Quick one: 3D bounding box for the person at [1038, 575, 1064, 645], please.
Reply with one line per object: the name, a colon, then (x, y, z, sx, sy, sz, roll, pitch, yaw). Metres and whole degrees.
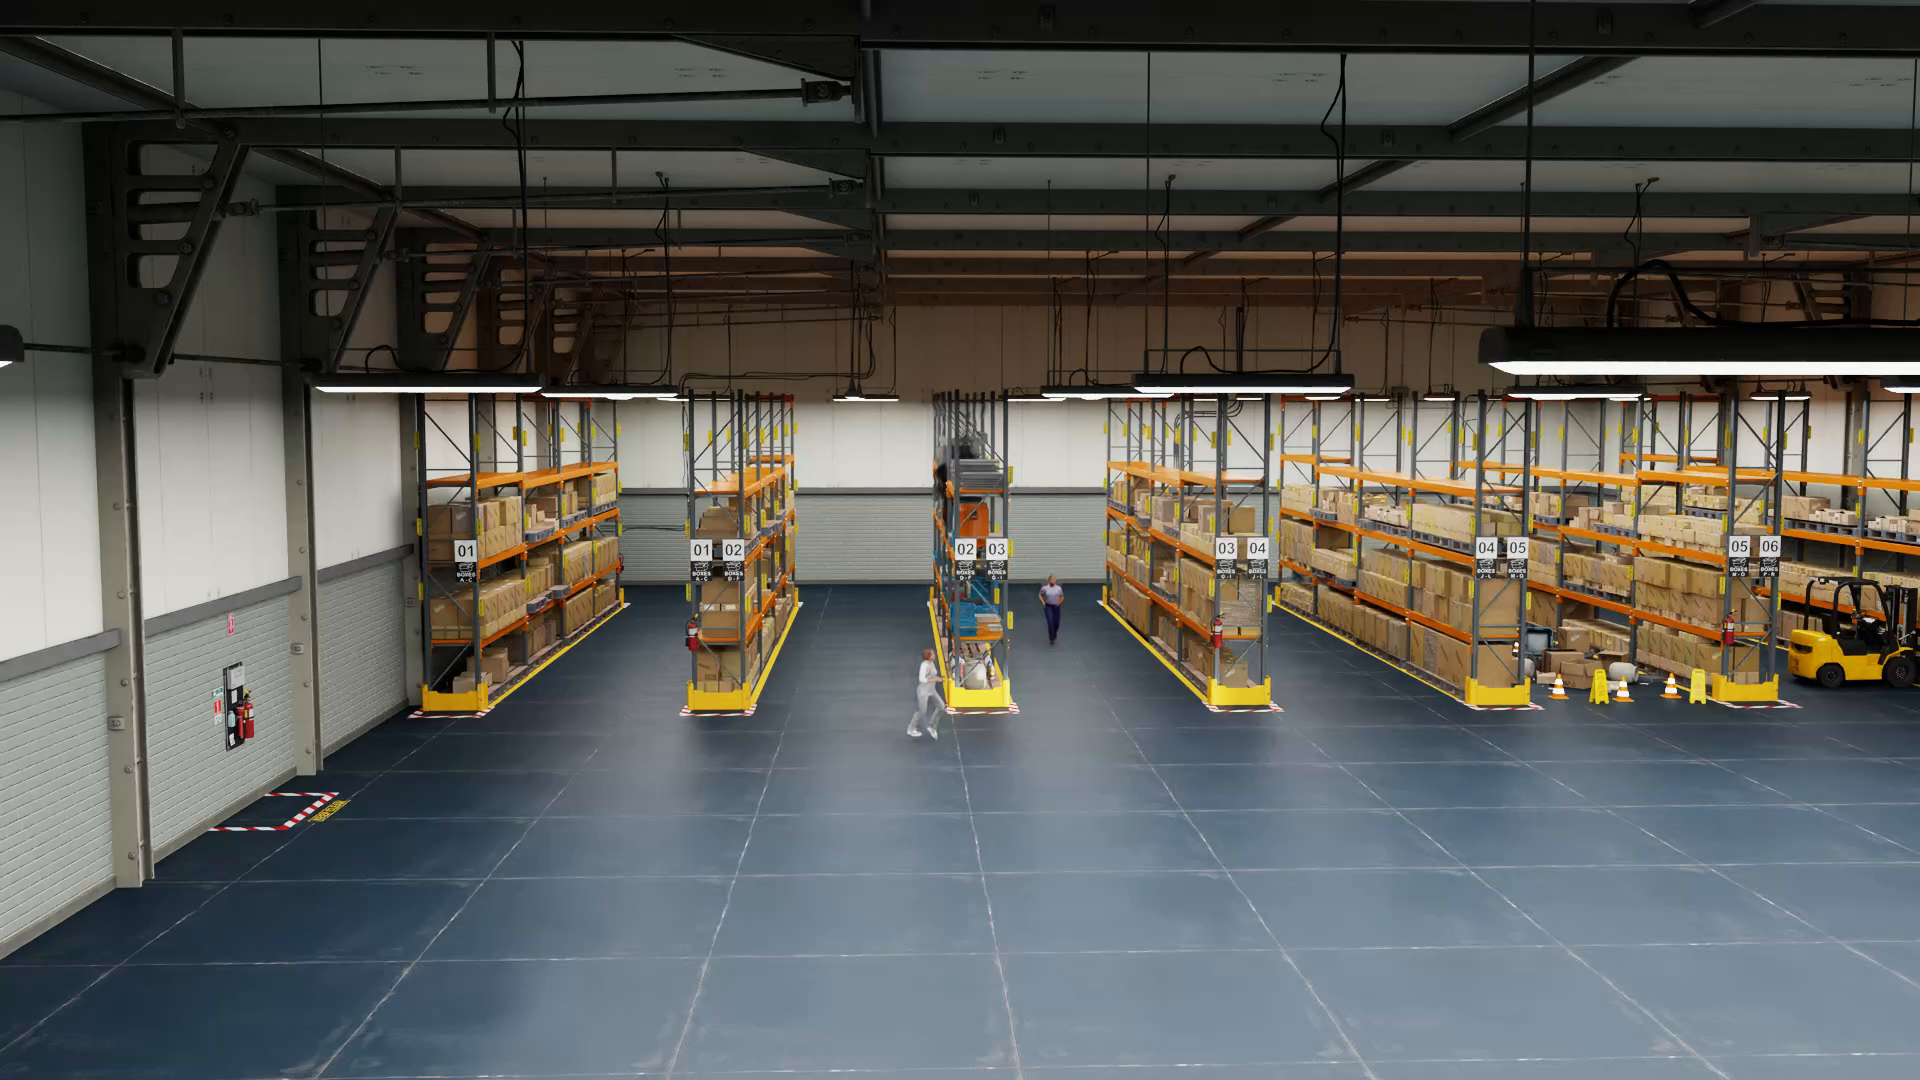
person: (2.200, 1.662, 39.913, 0.613, 1.640, 0.688, -1, 5, -8)

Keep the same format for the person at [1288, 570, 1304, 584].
person: (9.991, 0.869, 49.127, 0.595, 1.720, 0.761, 5, 7, 44)

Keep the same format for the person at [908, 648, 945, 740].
person: (-0.591, 2.626, 28.309, 0.714, 1.597, 0.521, 2, 5, 28)
